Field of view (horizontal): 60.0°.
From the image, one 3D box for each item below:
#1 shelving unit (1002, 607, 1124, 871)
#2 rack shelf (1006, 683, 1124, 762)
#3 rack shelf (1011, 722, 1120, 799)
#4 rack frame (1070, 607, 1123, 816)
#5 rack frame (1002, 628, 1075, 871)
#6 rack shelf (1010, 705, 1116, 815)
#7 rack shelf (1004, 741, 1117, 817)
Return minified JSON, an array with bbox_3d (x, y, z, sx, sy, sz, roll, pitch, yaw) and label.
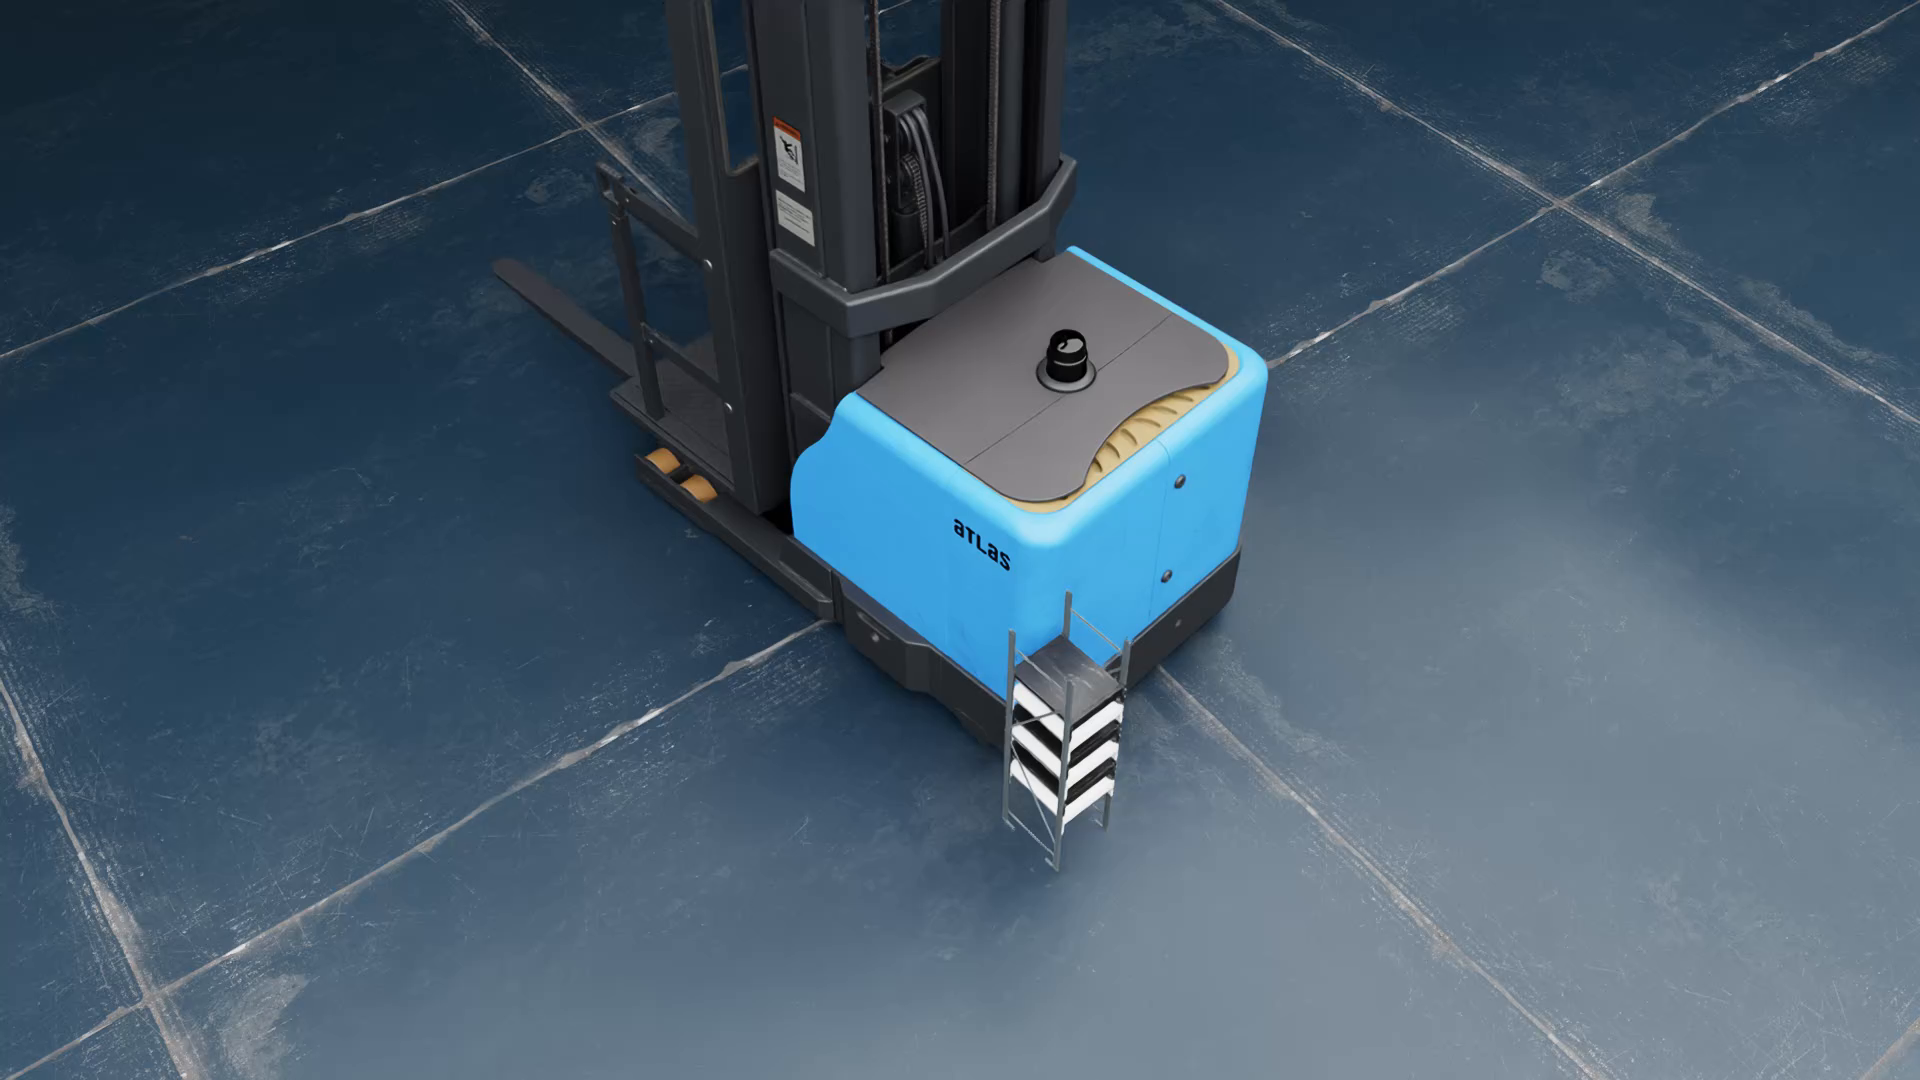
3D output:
[{"bbox_3d":[0.284,0.551,4.643,0.208,0.900,0.258,-33,56,-26],"label":"shelving unit"},{"bbox_3d":[0.285,0.452,4.534,0.200,0.077,0.258,-33,56,-26],"label":"rack shelf"},{"bbox_3d":[0.285,0.573,4.668,0.200,0.077,0.258,-33,56,-26],"label":"rack shelf"},{"bbox_3d":[0.361,0.501,4.688,0.003,0.785,0.228,-33,56,-26],"label":"rack frame"},{"bbox_3d":[0.208,0.600,4.598,0.006,0.900,0.240,-33,56,-26],"label":"rack frame"},{"bbox_3d":[0.285,0.585,4.680,0.190,0.281,0.221,-33,56,-26],"label":"rack shelf"},{"bbox_3d":[0.285,0.633,4.734,0.200,0.077,0.258,-33,56,-26],"label":"rack shelf"}]
